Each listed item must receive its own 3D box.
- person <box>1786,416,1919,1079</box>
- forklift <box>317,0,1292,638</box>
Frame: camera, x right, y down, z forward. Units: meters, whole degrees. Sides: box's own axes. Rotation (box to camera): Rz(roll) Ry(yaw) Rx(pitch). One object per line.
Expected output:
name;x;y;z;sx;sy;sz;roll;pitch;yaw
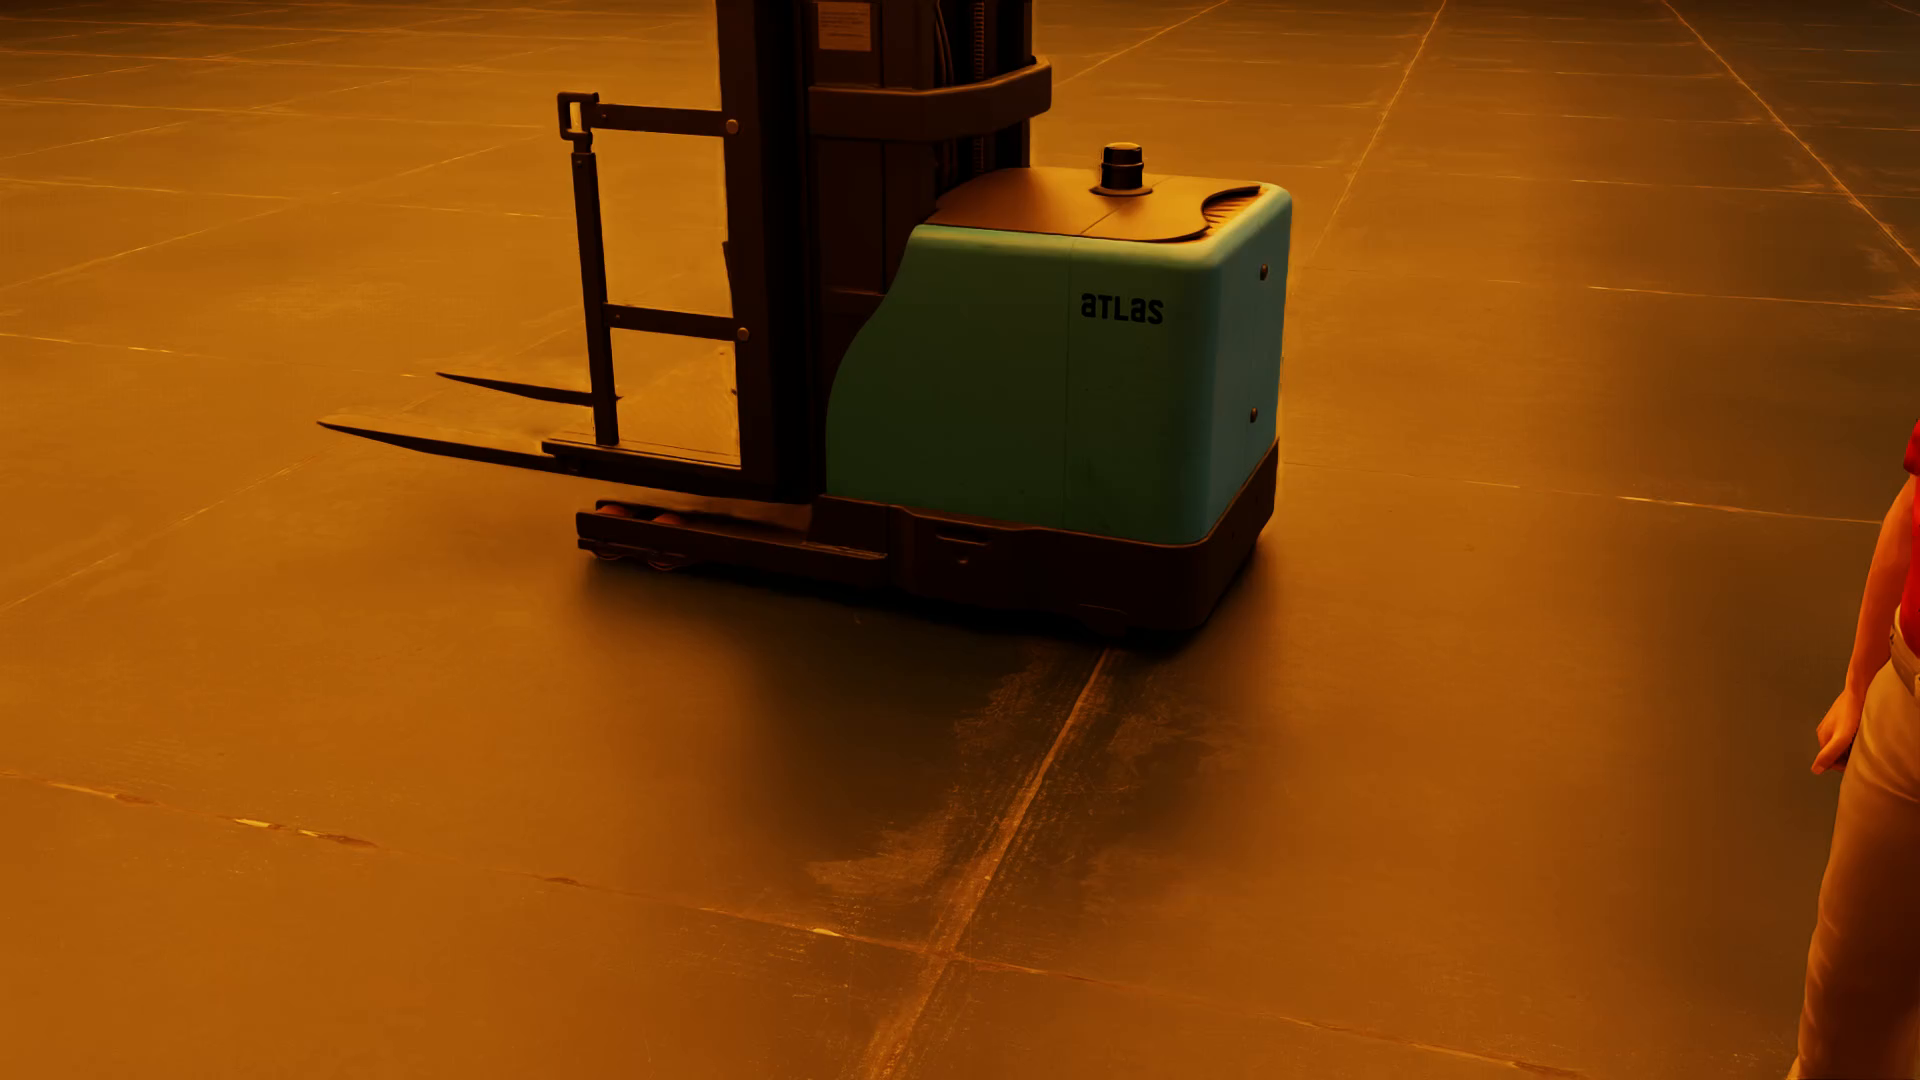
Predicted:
person;1.363;0.301;2.130;0.376;1.731;0.554;-15;27;-32
forklift;-0.597;-1.439;4.766;3.031;2.935;1.130;9;24;20
